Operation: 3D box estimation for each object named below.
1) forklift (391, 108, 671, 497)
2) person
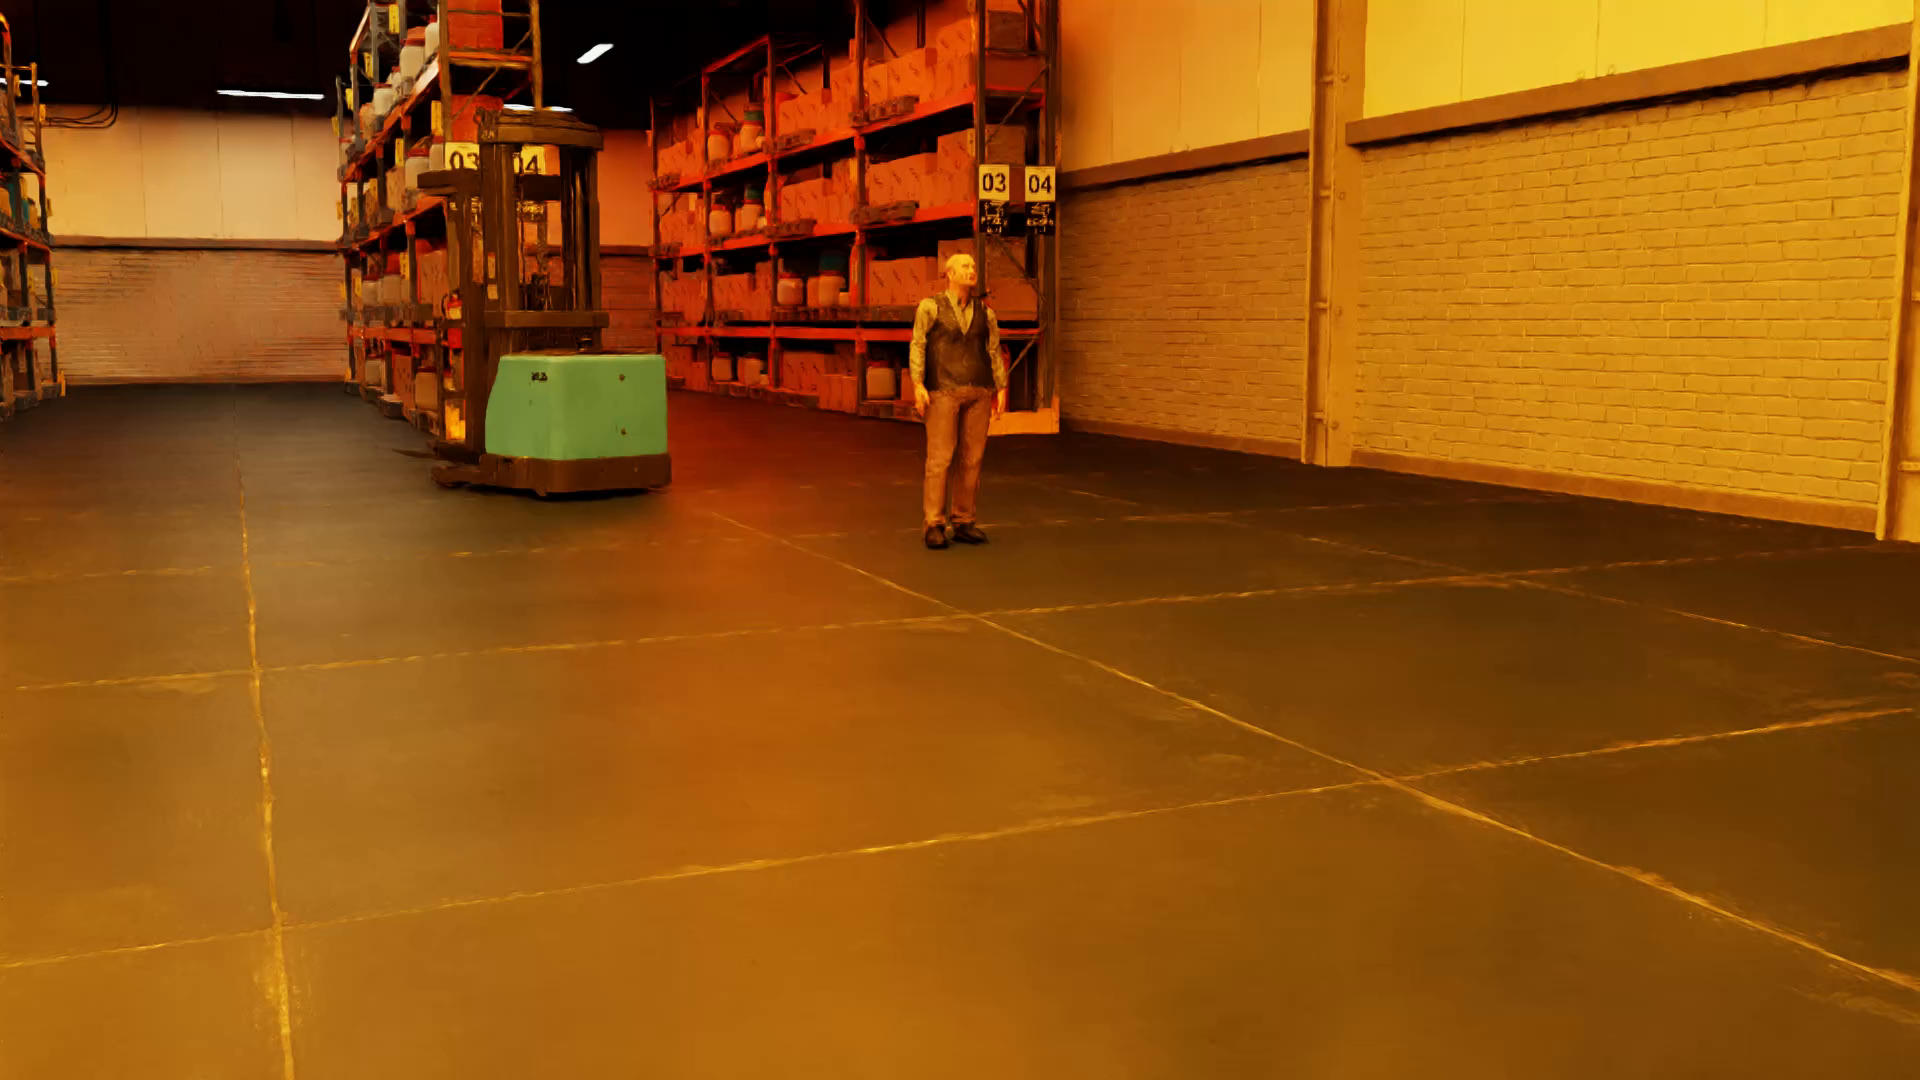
[{"bbox_3d":[-3.648,-1.915,13.471,1.130,2.935,3.031,-7,11,-44],"label":"forklift"},{"bbox_3d":[0.017,-0.852,9.980,0.632,1.720,0.567,-3,8,-23],"label":"person"}]
